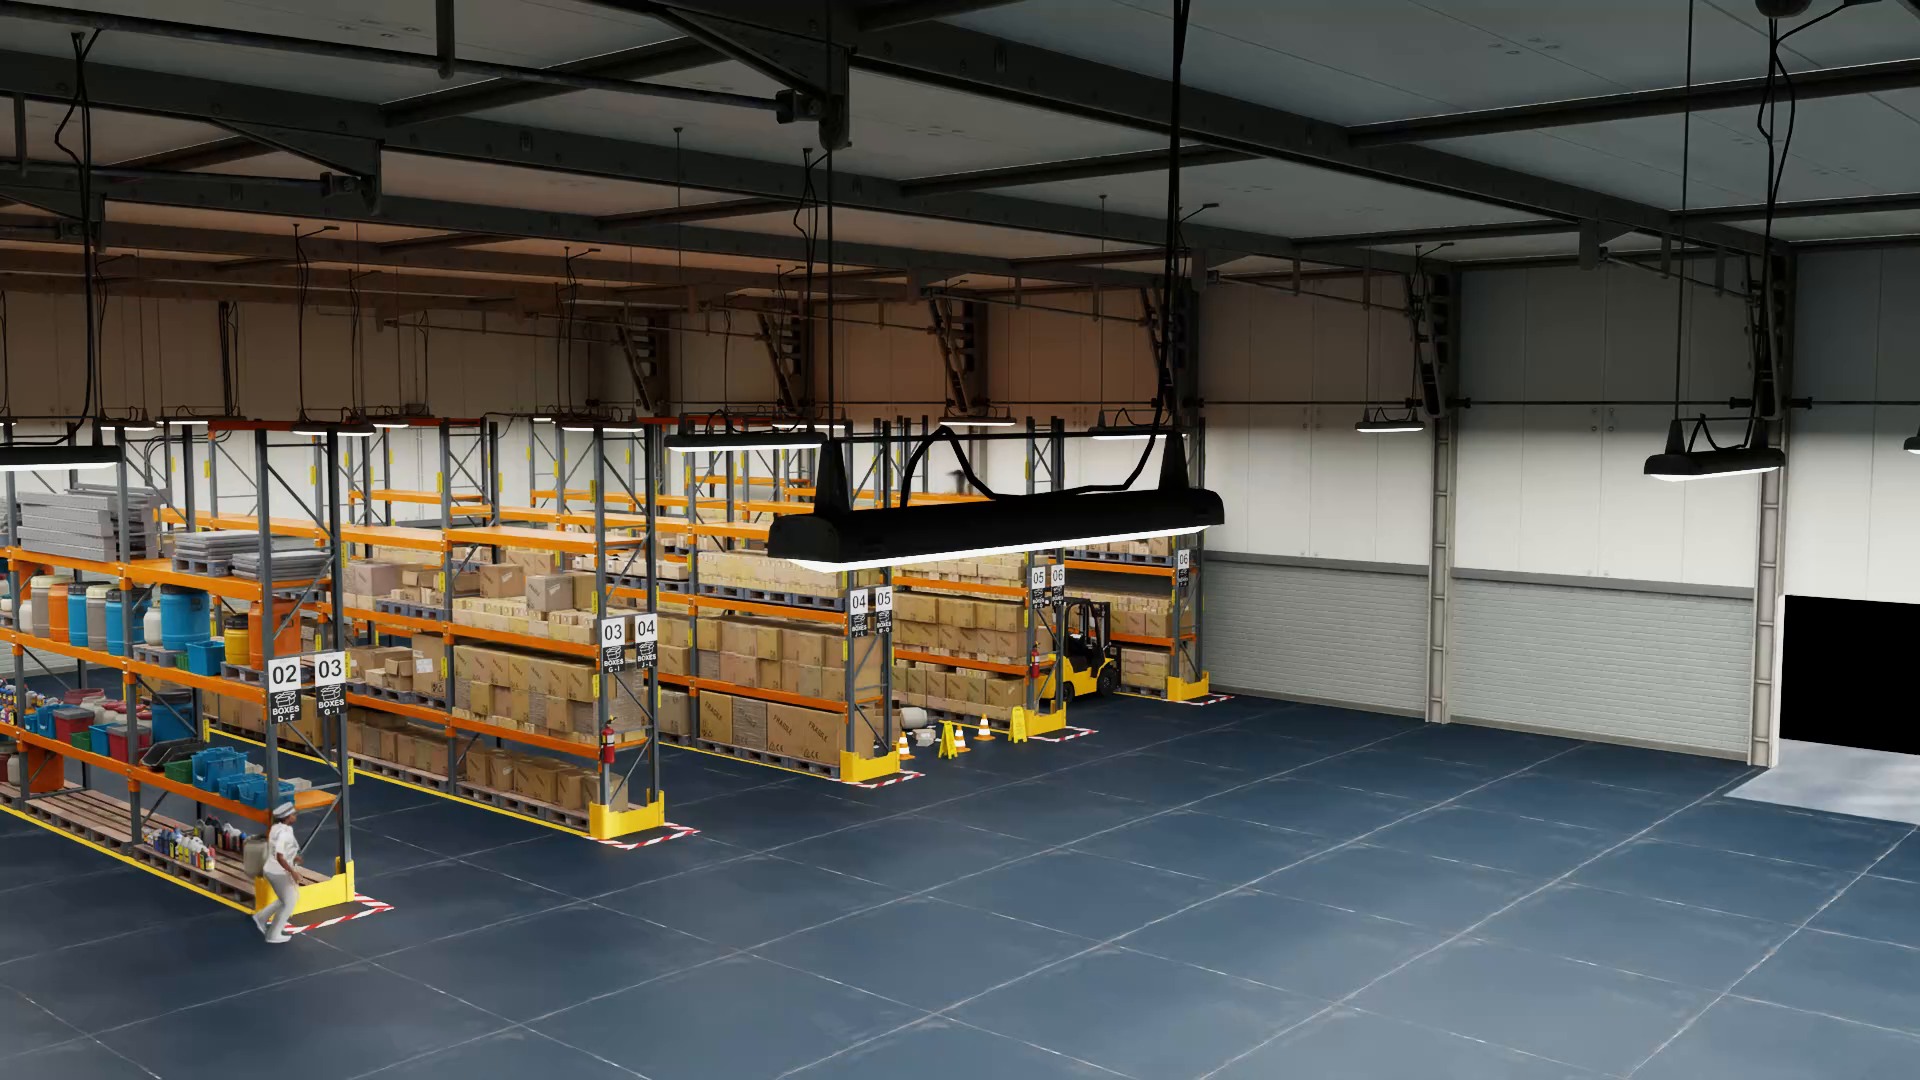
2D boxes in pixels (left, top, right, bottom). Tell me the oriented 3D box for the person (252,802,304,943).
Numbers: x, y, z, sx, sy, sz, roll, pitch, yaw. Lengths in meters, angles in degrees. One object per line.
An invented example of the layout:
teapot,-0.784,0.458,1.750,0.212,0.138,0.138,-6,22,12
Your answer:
person,-7.974,3.905,19.523,0.596,1.653,0.558,-3,6,-32
